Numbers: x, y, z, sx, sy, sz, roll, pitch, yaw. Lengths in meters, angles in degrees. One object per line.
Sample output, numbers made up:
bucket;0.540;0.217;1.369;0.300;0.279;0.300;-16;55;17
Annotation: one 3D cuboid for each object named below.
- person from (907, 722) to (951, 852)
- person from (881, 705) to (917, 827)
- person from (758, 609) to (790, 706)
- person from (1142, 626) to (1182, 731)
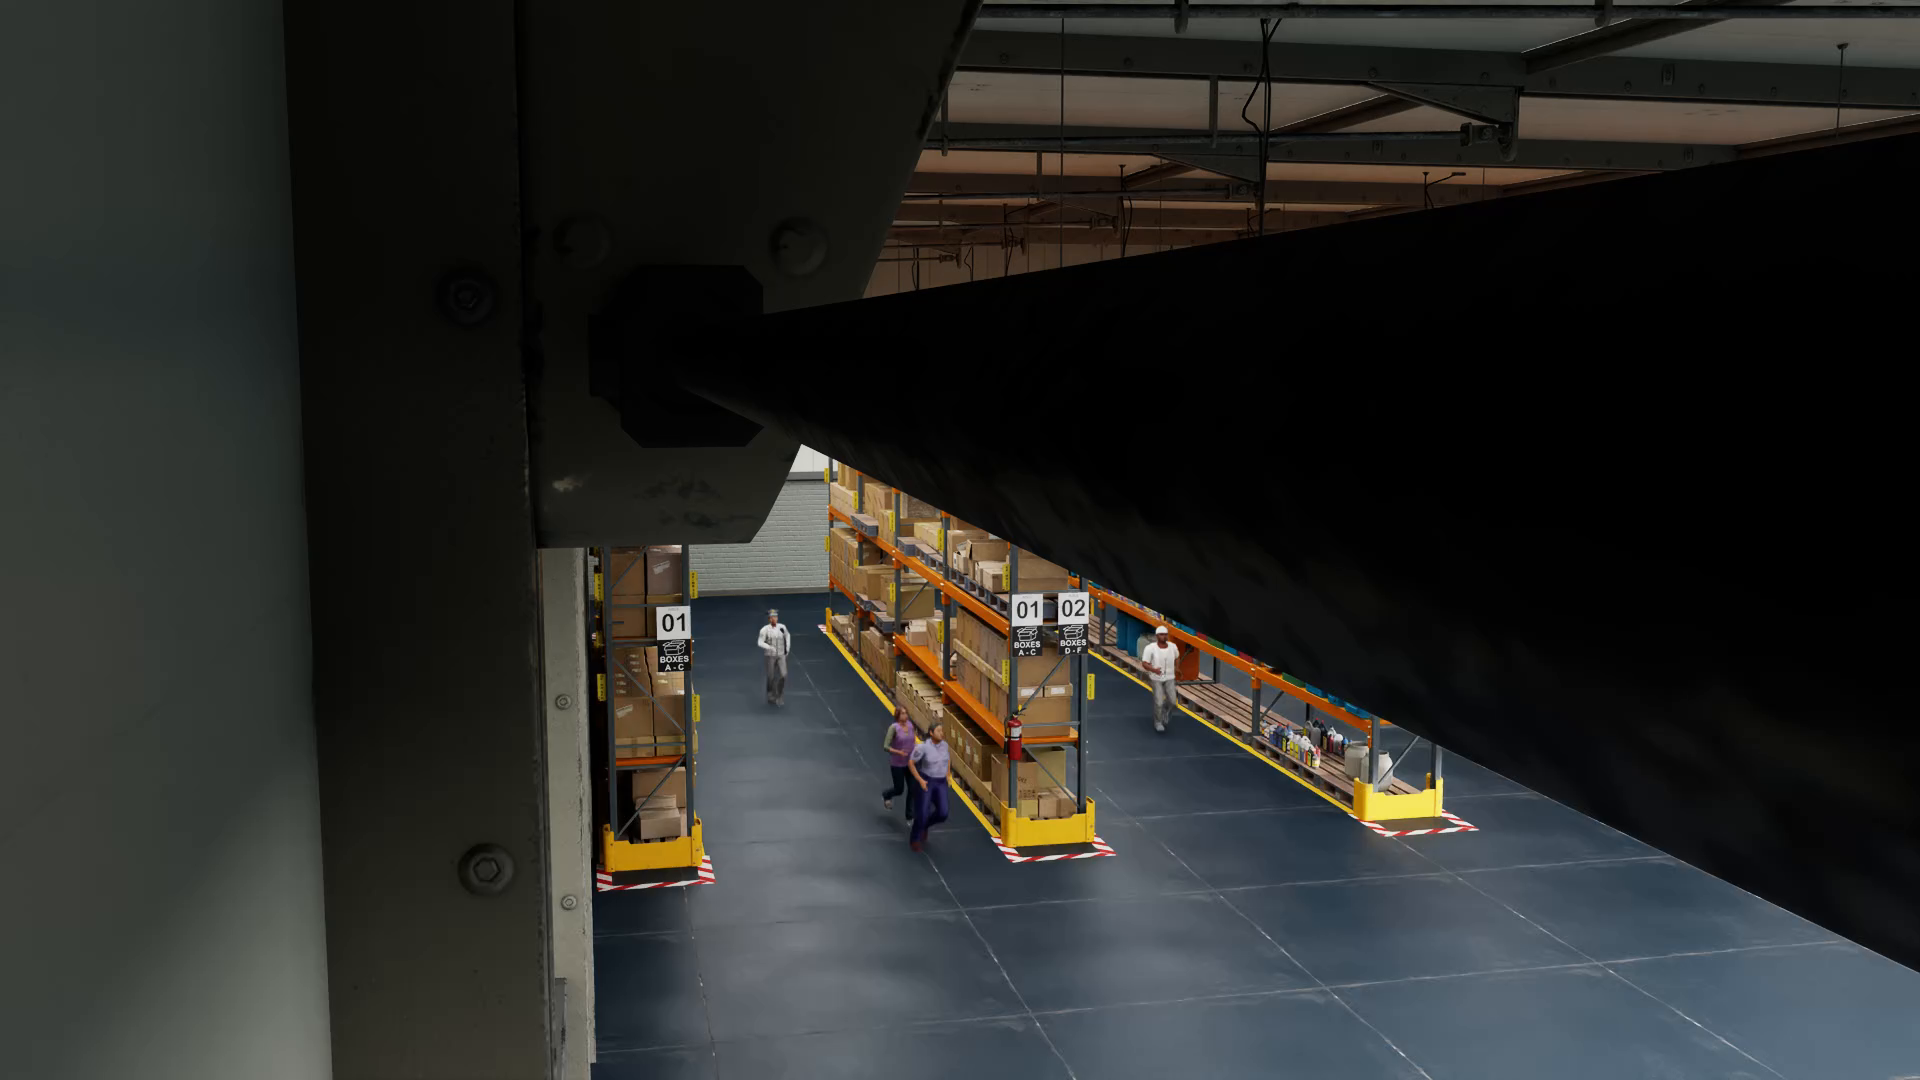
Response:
person;-0.331;3.084;20.869;0.663;1.596;0.510;-4;8;-32
person;-0.753;2.944;21.839;0.541;1.567;0.843;-4;8;-31
person;-3.236;2.056;29.124;0.616;1.712;0.664;-2;7;-17
person;3.307;2.258;27.018;0.693;1.724;0.575;-1;7;-11
